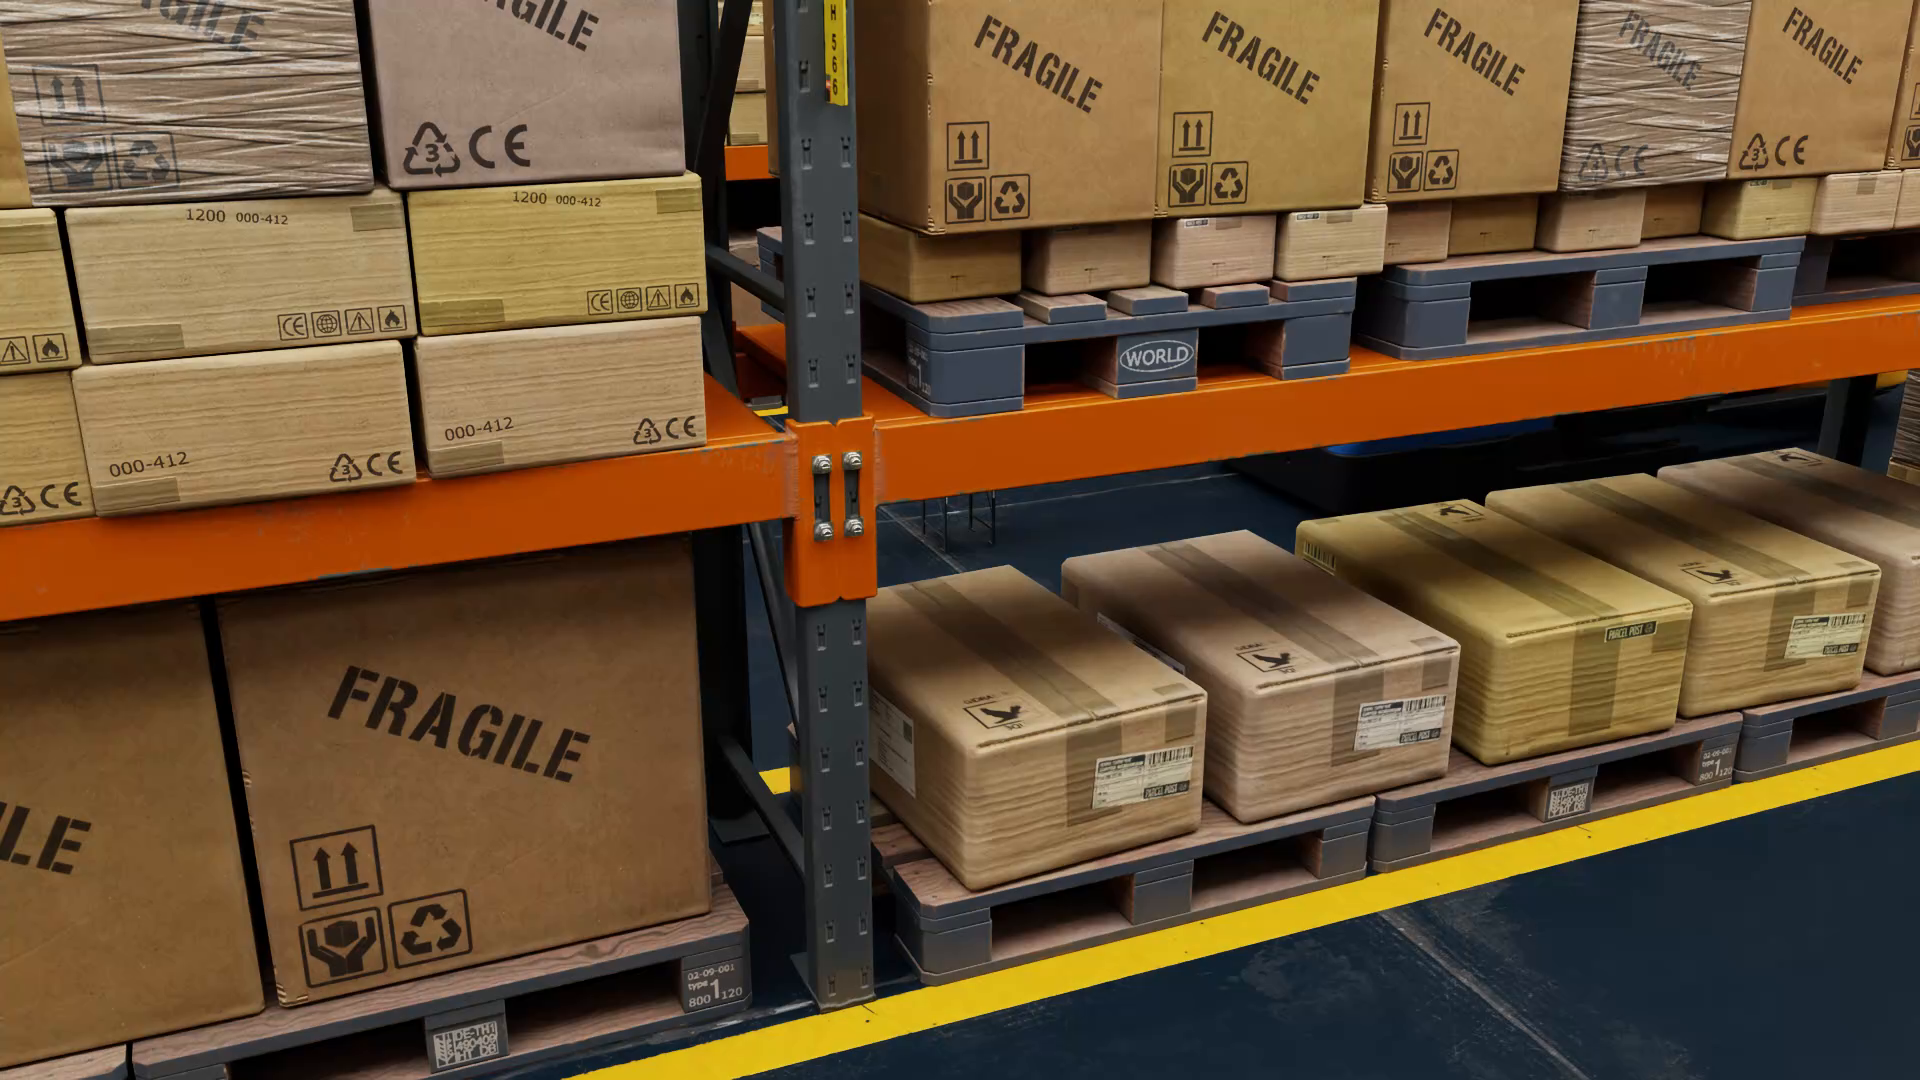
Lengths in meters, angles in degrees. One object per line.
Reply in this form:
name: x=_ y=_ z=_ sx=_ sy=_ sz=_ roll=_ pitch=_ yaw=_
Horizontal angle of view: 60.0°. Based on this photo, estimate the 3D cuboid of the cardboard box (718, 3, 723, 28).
cardboard box: x=-1.295 y=-2.481 z=7.924 sx=0.250 sy=0.149 sz=0.380 roll=-8 pitch=21 yaw=-21

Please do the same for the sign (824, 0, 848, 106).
sign: x=-0.218 y=-0.924 z=2.887 sx=0.005 sy=0.325 sz=0.100 roll=-8 pitch=21 yaw=-22

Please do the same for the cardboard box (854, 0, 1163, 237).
cardboard box: x=0.064 y=-0.921 z=3.391 sx=0.500 sy=0.500 sz=0.500 roll=-9 pitch=21 yaw=-23

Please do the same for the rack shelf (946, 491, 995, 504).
rack shelf: x=-0.007 y=-0.222 z=6.440 sx=0.200 sy=0.077 sz=0.258 roll=-8 pitch=21 yaw=-22

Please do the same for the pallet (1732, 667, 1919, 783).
pallet: x=2.518 y=0.345 z=5.225 sx=1.213 sy=0.211 sz=1.003 roll=-8 pitch=21 yaw=-22

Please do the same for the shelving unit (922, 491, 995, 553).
shelving unit: x=-0.007 y=-0.423 z=6.370 sx=0.210 sy=0.900 sz=0.258 roll=-8 pitch=21 yaw=-22

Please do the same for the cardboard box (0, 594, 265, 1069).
cardboard box: x=-1.928 y=0.439 z=3.327 sx=0.875 sy=0.875 sz=0.875 roll=-8 pitch=21 yaw=-21

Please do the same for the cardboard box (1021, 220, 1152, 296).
cardboard box: x=0.204 y=-0.640 z=3.568 sx=0.250 sy=0.149 sz=0.380 roll=-10 pitch=22 yaw=-25

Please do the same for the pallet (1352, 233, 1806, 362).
pallet: x=1.361 y=-0.729 z=4.366 sx=1.213 sy=0.211 sz=1.003 roll=-8 pitch=21 yaw=-22

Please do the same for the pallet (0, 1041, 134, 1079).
pallet: x=-2.313 y=1.008 z=3.341 sx=1.213 sy=0.211 sz=1.003 roll=-8 pitch=21 yaw=-22

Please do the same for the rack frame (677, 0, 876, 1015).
rack frame: x=-0.441 y=-0.547 z=3.559 sx=0.127 sy=3.000 sz=1.000 roll=-8 pitch=21 yaw=-22

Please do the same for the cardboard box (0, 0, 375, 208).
cardboard box: x=-1.280 y=-0.848 z=2.758 sx=0.500 sy=0.500 sz=0.500 roll=-8 pitch=21 yaw=-21

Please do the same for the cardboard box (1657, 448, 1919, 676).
cardboard box: x=2.752 y=0.038 z=5.222 sx=0.625 sy=0.372 sz=0.950 roll=-8 pitch=21 yaw=-21

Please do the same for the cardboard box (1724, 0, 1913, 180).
cardboard box: x=1.968 y=-1.196 z=4.173 sx=0.500 sy=0.500 sz=0.500 roll=-7 pitch=21 yaw=-20

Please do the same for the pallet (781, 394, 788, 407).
pallet: x=-0.520 y=-1.001 z=9.046 sx=1.213 sy=0.211 sz=1.003 roll=-8 pitch=21 yaw=-22

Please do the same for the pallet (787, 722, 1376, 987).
pallet: x=0.278 y=0.666 z=4.313 sx=1.213 sy=0.211 sz=1.003 roll=-8 pitch=21 yaw=-22

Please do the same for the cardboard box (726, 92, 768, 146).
cardboard box: x=-0.972 y=-2.108 z=8.218 sx=0.500 sy=0.250 sz=0.500 roll=-9 pitch=21 yaw=-24

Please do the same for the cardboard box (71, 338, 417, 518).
cardboard box: x=-1.265 y=-0.259 z=2.966 sx=0.500 sy=0.250 sz=0.500 roll=-8 pitch=21 yaw=-21

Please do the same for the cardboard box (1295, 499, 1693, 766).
cardboard box: x=1.455 y=0.226 z=4.689 sx=0.625 sy=0.372 sz=0.950 roll=-7 pitch=21 yaw=-20

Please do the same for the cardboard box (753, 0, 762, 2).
cardboard box: x=-1.069 y=-2.724 z=8.616 sx=0.250 sy=0.149 sz=0.380 roll=-9 pitch=21 yaw=-23

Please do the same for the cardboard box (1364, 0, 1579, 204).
cardboard box: x=1.025 y=-1.064 z=3.796 sx=0.500 sy=0.500 sz=0.500 roll=-8 pitch=21 yaw=-21

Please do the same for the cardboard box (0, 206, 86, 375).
cardboard box: x=-1.716 y=-0.429 z=2.696 sx=0.500 sy=0.250 sz=0.500 roll=-9 pitch=21 yaw=-23

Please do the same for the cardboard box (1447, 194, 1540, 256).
cardboard box: x=1.169 y=-0.796 z=4.012 sx=0.250 sy=0.149 sz=0.380 roll=-7 pitch=21 yaw=-20

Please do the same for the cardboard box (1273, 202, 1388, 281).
cardboard box: x=0.735 y=-0.691 z=3.715 sx=0.250 sy=0.149 sz=0.380 roll=-8 pitch=21 yaw=-22

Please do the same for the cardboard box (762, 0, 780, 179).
cardboard box: x=-0.133 y=-1.077 z=3.834 sx=0.500 sy=0.500 sz=0.500 roll=-9 pitch=21 yaw=-23

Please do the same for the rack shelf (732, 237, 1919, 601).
rack shelf: x=1.396 y=-0.471 z=4.426 sx=4.000 sy=0.370 sz=1.077 roll=-8 pitch=21 yaw=-22

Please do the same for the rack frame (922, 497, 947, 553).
rack frame: x=-0.101 y=-0.410 z=6.332 sx=0.006 sy=0.900 sz=0.240 roll=-8 pitch=21 yaw=-22

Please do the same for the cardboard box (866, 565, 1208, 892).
cardboard box: x=0.082 y=0.423 z=4.128 sx=0.625 sy=0.372 sz=0.950 roll=-10 pitch=22 yaw=-26

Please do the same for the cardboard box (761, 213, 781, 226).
cardboard box: x=-0.617 y=-1.393 z=8.905 sx=0.625 sy=0.625 sz=0.875 roll=-9 pitch=21 yaw=-24

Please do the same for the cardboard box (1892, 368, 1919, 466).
cardboard box: x=3.669 y=-0.488 z=5.769 sx=0.500 sy=0.500 sz=0.500 roll=-8 pitch=21 yaw=-23

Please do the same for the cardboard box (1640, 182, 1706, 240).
cardboard box: x=1.644 y=-0.868 z=4.216 sx=0.250 sy=0.149 sz=0.380 roll=-9 pitch=21 yaw=-24

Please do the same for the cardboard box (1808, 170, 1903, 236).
cardboard box: x=2.165 y=-0.892 z=4.285 sx=0.250 sy=0.149 sz=0.380 roll=-8 pitch=21 yaw=-21

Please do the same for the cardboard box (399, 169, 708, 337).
cardboard box: x=-0.785 y=-0.571 z=3.100 sx=0.500 sy=0.250 sz=0.500 roll=-8 pitch=21 yaw=-22

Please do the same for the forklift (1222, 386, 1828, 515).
forklift: x=2.662 y=-1.769 z=7.134 sx=3.031 sy=2.935 sz=1.130 roll=-9 pitch=21 yaw=-23
